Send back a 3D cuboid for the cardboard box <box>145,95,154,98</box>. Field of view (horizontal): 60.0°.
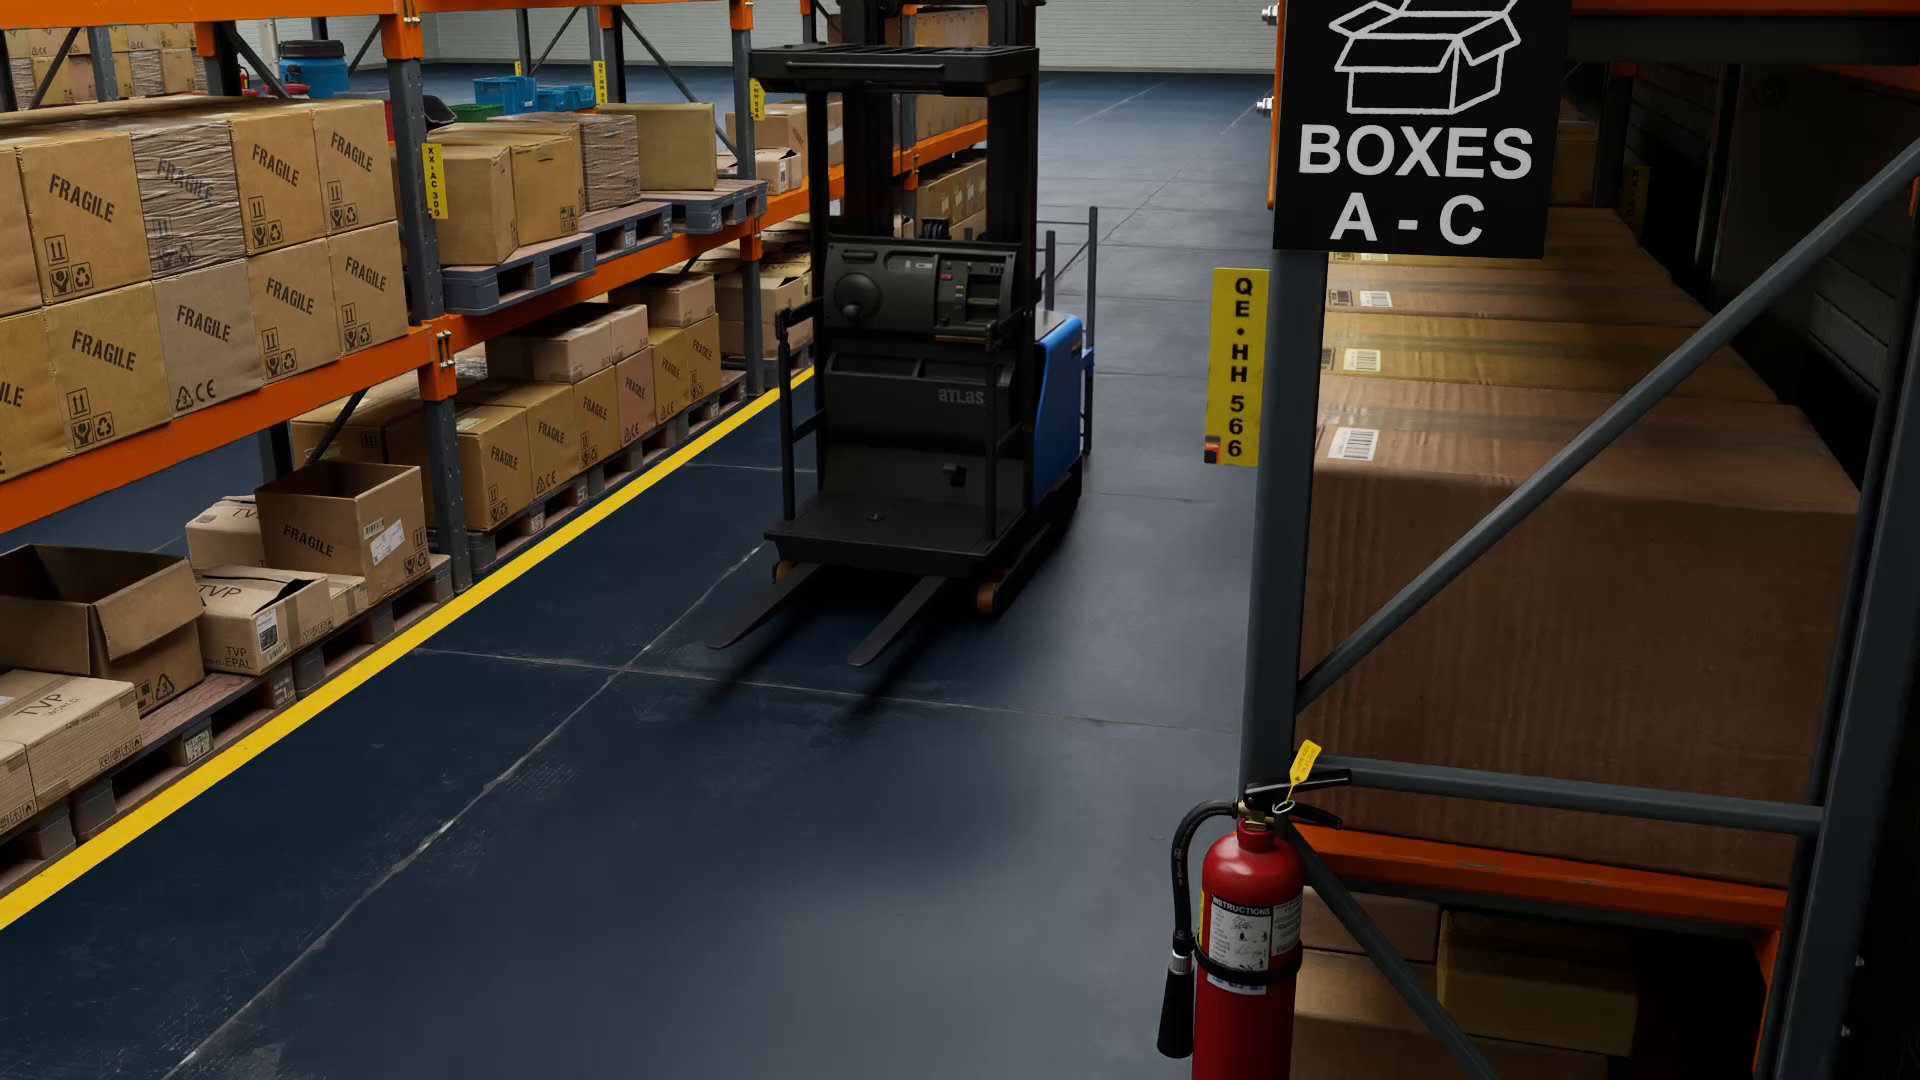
[{"bbox_3d":[-9.682,-5.141,19.487,0.380,0.149,0.250,5,19,13],"label":"cardboard box"}]

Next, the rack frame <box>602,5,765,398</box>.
[{"bbox_3d":[-1.873,-2.468,11.272,1.000,3.000,0.127,5,19,13],"label":"rack frame"}]

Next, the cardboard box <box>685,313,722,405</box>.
[{"bbox_3d":[-1.874,-1.181,10.692,0.500,0.500,0.500,5,20,16],"label":"cardboard box"}]

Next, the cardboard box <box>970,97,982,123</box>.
[{"bbox_3d":[-0.168,-4.712,17.688,0.700,0.500,0.500,5,20,15],"label":"cardboard box"}]

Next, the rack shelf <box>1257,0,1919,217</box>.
[{"bbox_3d":[1.466,-1.276,4.255,1.077,0.370,4.000,5,19,13],"label":"rack shelf"}]

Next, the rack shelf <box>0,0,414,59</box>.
[{"bbox_3d":[-3.339,-1.666,5.397,1.077,0.370,4.000,5,19,13],"label":"rack shelf"}]

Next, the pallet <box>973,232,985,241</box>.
[{"bbox_3d":[-0.365,-3.031,17.236,1.003,0.211,1.213,5,19,13],"label":"pallet"}]

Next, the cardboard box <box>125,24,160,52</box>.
[{"bbox_3d":[-9.659,-5.914,19.201,0.500,0.500,0.500,5,19,13],"label":"cardboard box"}]

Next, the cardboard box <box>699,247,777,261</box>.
[{"bbox_3d":[-1.737,-2.136,13.036,0.500,0.311,0.500,5,19,13],"label":"cardboard box"}]

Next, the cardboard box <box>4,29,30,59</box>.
[{"bbox_3d":[-10.144,-5.287,17.364,0.500,0.500,0.500,5,19,13],"label":"cardboard box"}]

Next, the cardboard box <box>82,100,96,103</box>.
[{"bbox_3d":[-9.875,-4.823,18.557,0.380,0.149,0.250,5,19,13],"label":"cardboard box"}]

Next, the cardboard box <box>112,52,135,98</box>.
[{"bbox_3d":[-9.988,-5.301,18.953,0.875,0.500,0.500,5,19,13],"label":"cardboard box"}]

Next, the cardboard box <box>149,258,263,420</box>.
[{"bbox_3d":[-2.971,-0.761,6.122,0.500,0.500,0.500,5,20,15],"label":"cardboard box"}]

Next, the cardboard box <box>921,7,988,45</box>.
[{"bbox_3d":[-0.058,-5.474,17.913,0.700,0.500,0.500,5,19,14],"label":"cardboard box"}]

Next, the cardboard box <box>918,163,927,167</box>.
[{"bbox_3d":[-0.634,-3.607,17.052,0.500,0.500,0.500,5,19,13],"label":"cardboard box"}]

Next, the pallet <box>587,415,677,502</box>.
[{"bbox_3d":[-2.392,-0.536,9.930,1.003,0.211,1.213,5,19,13],"label":"pallet"}]

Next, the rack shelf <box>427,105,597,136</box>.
[{"bbox_3d":[-5.209,-4.400,18.042,1.077,0.370,4.000,5,19,13],"label":"rack shelf"}]

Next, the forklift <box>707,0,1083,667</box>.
[{"bbox_3d":[-0.255,-1.178,7.603,1.130,2.935,3.031,6,20,16],"label":"forklift"}]

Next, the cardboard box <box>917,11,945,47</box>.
[{"bbox_3d":[-0.548,-4.838,16.048,0.700,0.500,0.500,5,19,13],"label":"cardboard box"}]

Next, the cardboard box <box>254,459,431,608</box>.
[{"bbox_3d":[-2.714,-0.038,7.346,0.500,0.500,0.500,5,19,13],"label":"cardboard box"}]

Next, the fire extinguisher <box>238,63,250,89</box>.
[{"bbox_3d":[-9.049,-5.722,20.918,0.296,0.674,0.183,5,19,13],"label":"fire extinguisher"}]

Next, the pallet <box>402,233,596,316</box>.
[{"bbox_3d":[-2.549,-1.365,8.340,1.003,0.211,1.213,5,19,13],"label":"pallet"}]

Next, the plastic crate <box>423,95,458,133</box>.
[{"bbox_3d":[-5.447,-4.238,16.552,0.767,0.338,0.504,5,19,13],"label":"plastic crate"}]

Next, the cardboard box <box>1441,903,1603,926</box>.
[{"bbox_3d":[1.337,0.776,3.989,0.380,0.149,0.250,5,19,14],"label":"cardboard box"}]

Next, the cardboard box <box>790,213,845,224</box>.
[{"bbox_3d":[-1.238,-2.774,14.906,0.500,0.311,0.500,5,19,14],"label":"cardboard box"}]

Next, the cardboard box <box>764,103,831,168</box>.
[{"bbox_3d":[-1.350,-3.207,13.282,0.500,0.500,0.500,5,19,13],"label":"cardboard box"}]

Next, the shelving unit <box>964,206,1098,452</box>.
[{"bbox_3d":[0.418,-1.124,9.657,0.538,1.500,1.048,6,20,16],"label":"shelving unit"}]

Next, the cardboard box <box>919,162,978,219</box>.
[{"bbox_3d":[-0.114,-3.565,16.928,0.500,0.500,0.500,5,19,13],"label":"cardboard box"}]

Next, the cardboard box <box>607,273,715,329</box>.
[{"bbox_3d":[-1.883,-1.518,10.518,0.500,0.250,0.500,5,20,15],"label":"cardboard box"}]

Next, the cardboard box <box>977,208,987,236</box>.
[{"bbox_3d":[0.006,-3.367,17.508,0.500,0.250,0.500,5,19,13],"label":"cardboard box"}]

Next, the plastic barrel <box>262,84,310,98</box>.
[{"bbox_3d":[-6.144,-3.896,15.242,0.433,0.535,0.433,0,19,0],"label":"plastic barrel"}]

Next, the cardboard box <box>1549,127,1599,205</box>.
[{"bbox_3d":[2.319,-1.500,6.632,0.500,0.250,0.500,5,20,15],"label":"cardboard box"}]

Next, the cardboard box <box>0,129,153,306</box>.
[{"bbox_3d":[-3.093,-1.079,5.505,0.500,0.500,0.500,4,19,13],"label":"cardboard box"}]

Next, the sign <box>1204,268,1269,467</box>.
[{"bbox_3d":[0.454,-0.277,2.701,0.100,0.325,0.005,5,19,13],"label":"sign"}]

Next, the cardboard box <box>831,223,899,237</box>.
[{"bbox_3d":[-0.837,-2.571,14.311,0.500,0.311,0.500,5,20,15],"label":"cardboard box"}]

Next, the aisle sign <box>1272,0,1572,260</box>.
[{"bbox_3d":[0.669,-0.802,2.372,0.394,0.787,0.004,5,19,13],"label":"aisle sign"}]

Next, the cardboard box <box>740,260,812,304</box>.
[{"bbox_3d":[-1.340,-1.937,12.454,0.500,0.311,0.500,4,19,12],"label":"cardboard box"}]

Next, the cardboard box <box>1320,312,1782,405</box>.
[{"bbox_3d":[1.259,-0.102,3.881,0.980,0.700,0.700,5,19,13],"label":"cardboard box"}]

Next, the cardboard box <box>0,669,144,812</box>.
[{"bbox_3d":[-3.175,0.671,5.655,0.500,0.250,0.500,5,19,13],"label":"cardboard box"}]

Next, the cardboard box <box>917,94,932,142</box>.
[{"bbox_3d":[-0.671,-4.074,15.820,0.700,0.500,0.500,4,19,13],"label":"cardboard box"}]

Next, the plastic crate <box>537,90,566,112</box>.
[{"bbox_3d":[-4.717,-4.914,18.662,0.499,0.251,0.408,5,19,13],"label":"plastic crate"}]

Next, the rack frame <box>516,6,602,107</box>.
[{"bbox_3d":[-4.721,-5.368,19.761,1.000,3.000,0.127,5,19,13],"label":"rack frame"}]

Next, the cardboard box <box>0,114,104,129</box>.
[{"bbox_3d":[-3.490,-1.286,6.111,0.500,0.500,0.500,4,19,12],"label":"cardboard box"}]

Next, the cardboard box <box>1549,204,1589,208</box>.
[{"bbox_3d":[2.311,-1.146,6.756,0.500,0.500,0.500,4,19,12],"label":"cardboard box"}]

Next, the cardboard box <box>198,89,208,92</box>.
[{"bbox_3d":[-9.455,-5.456,20.409,0.380,0.149,0.250,5,19,13],"label":"cardboard box"}]

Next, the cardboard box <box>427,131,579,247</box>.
[{"bbox_3d":[-2.411,-1.811,8.546,0.700,0.500,0.500,8,20,22],"label":"cardboard box"}]

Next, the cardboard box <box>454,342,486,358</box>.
[{"bbox_3d":[-2.634,-0.888,9.832,0.500,0.500,0.500,4,19,12],"label":"cardboard box"}]

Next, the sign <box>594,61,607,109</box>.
[{"bbox_3d":[-2.412,-3.058,11.210,0.100,0.325,0.005,5,19,13],"label":"sign"}]

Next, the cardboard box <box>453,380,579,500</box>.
[{"bbox_3d":[-2.376,-0.540,8.814,0.500,0.500,0.500,5,19,14],"label":"cardboard box"}]
